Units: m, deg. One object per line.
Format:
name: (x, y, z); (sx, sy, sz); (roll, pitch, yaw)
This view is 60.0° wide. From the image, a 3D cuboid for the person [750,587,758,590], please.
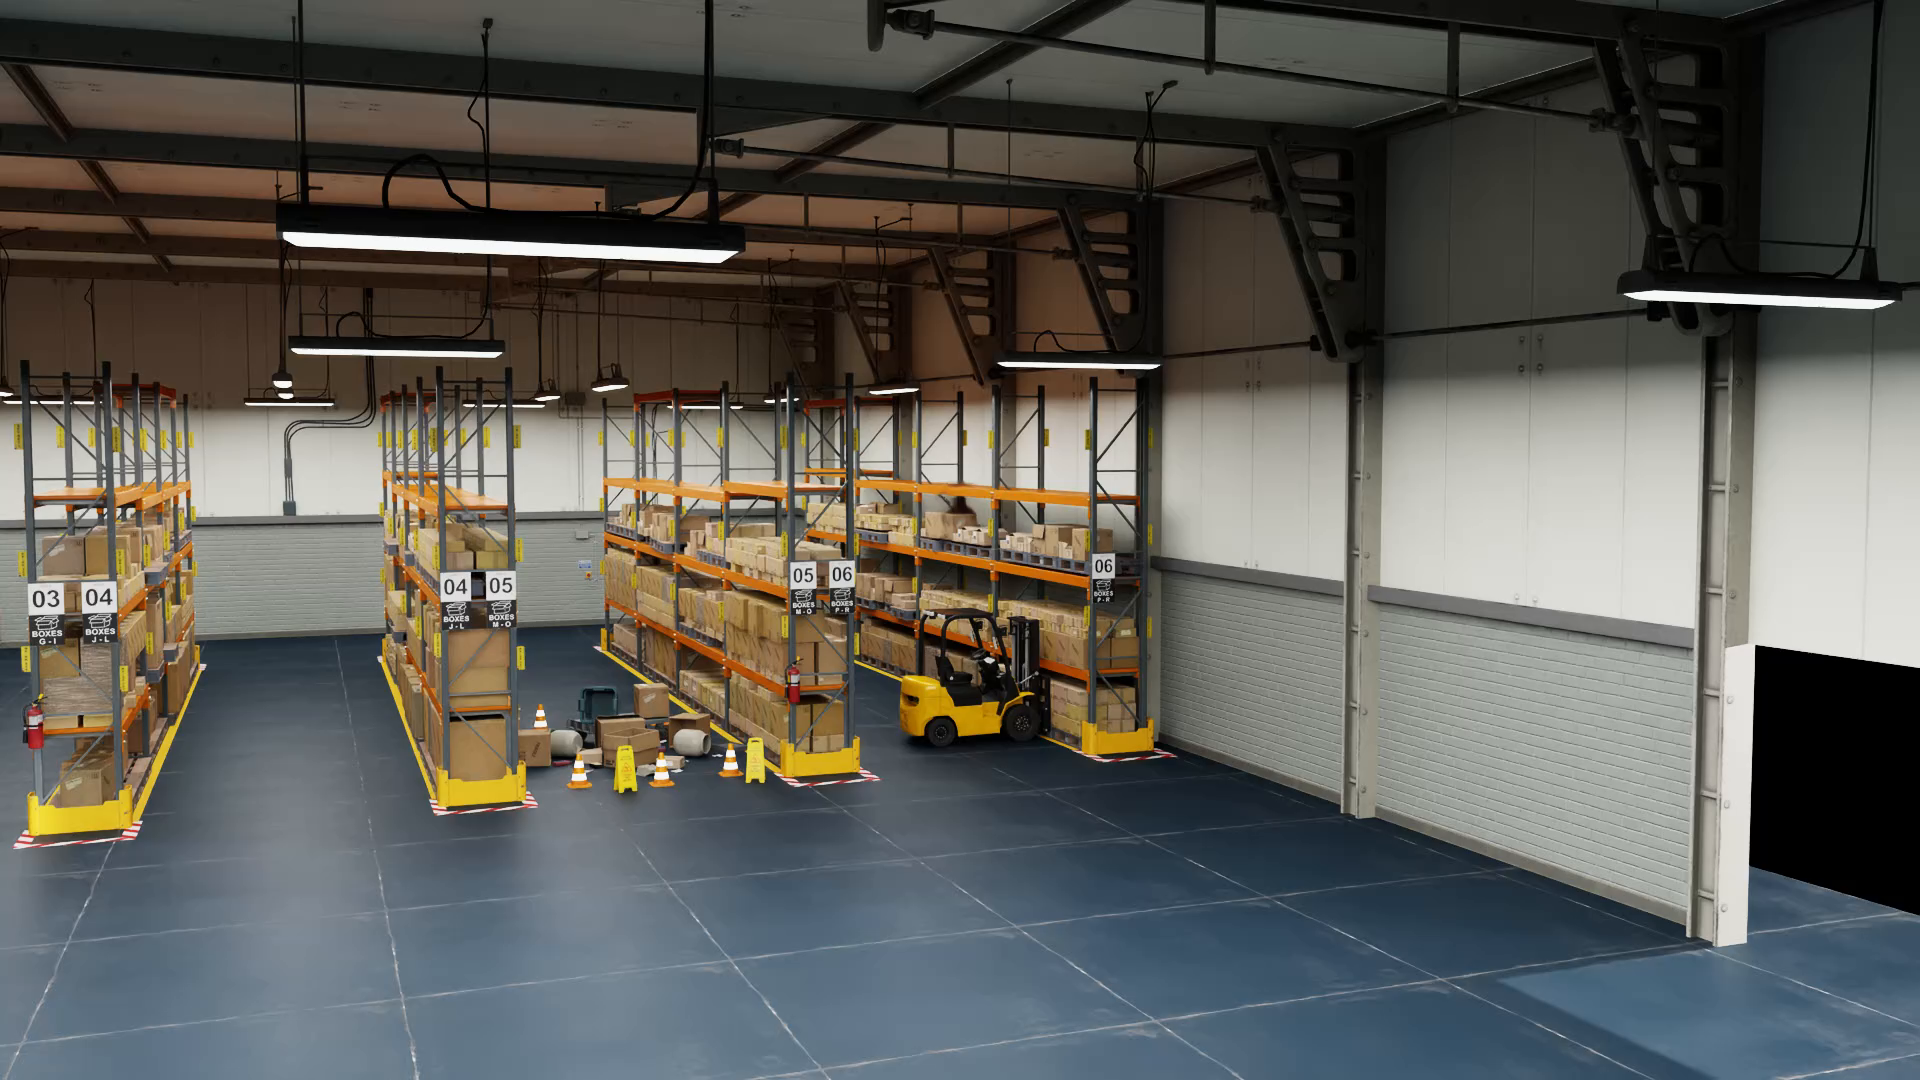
person: (-5.029, 1.774, 40.123); (0.522, 1.705, 0.394); (2, 4, 34)
